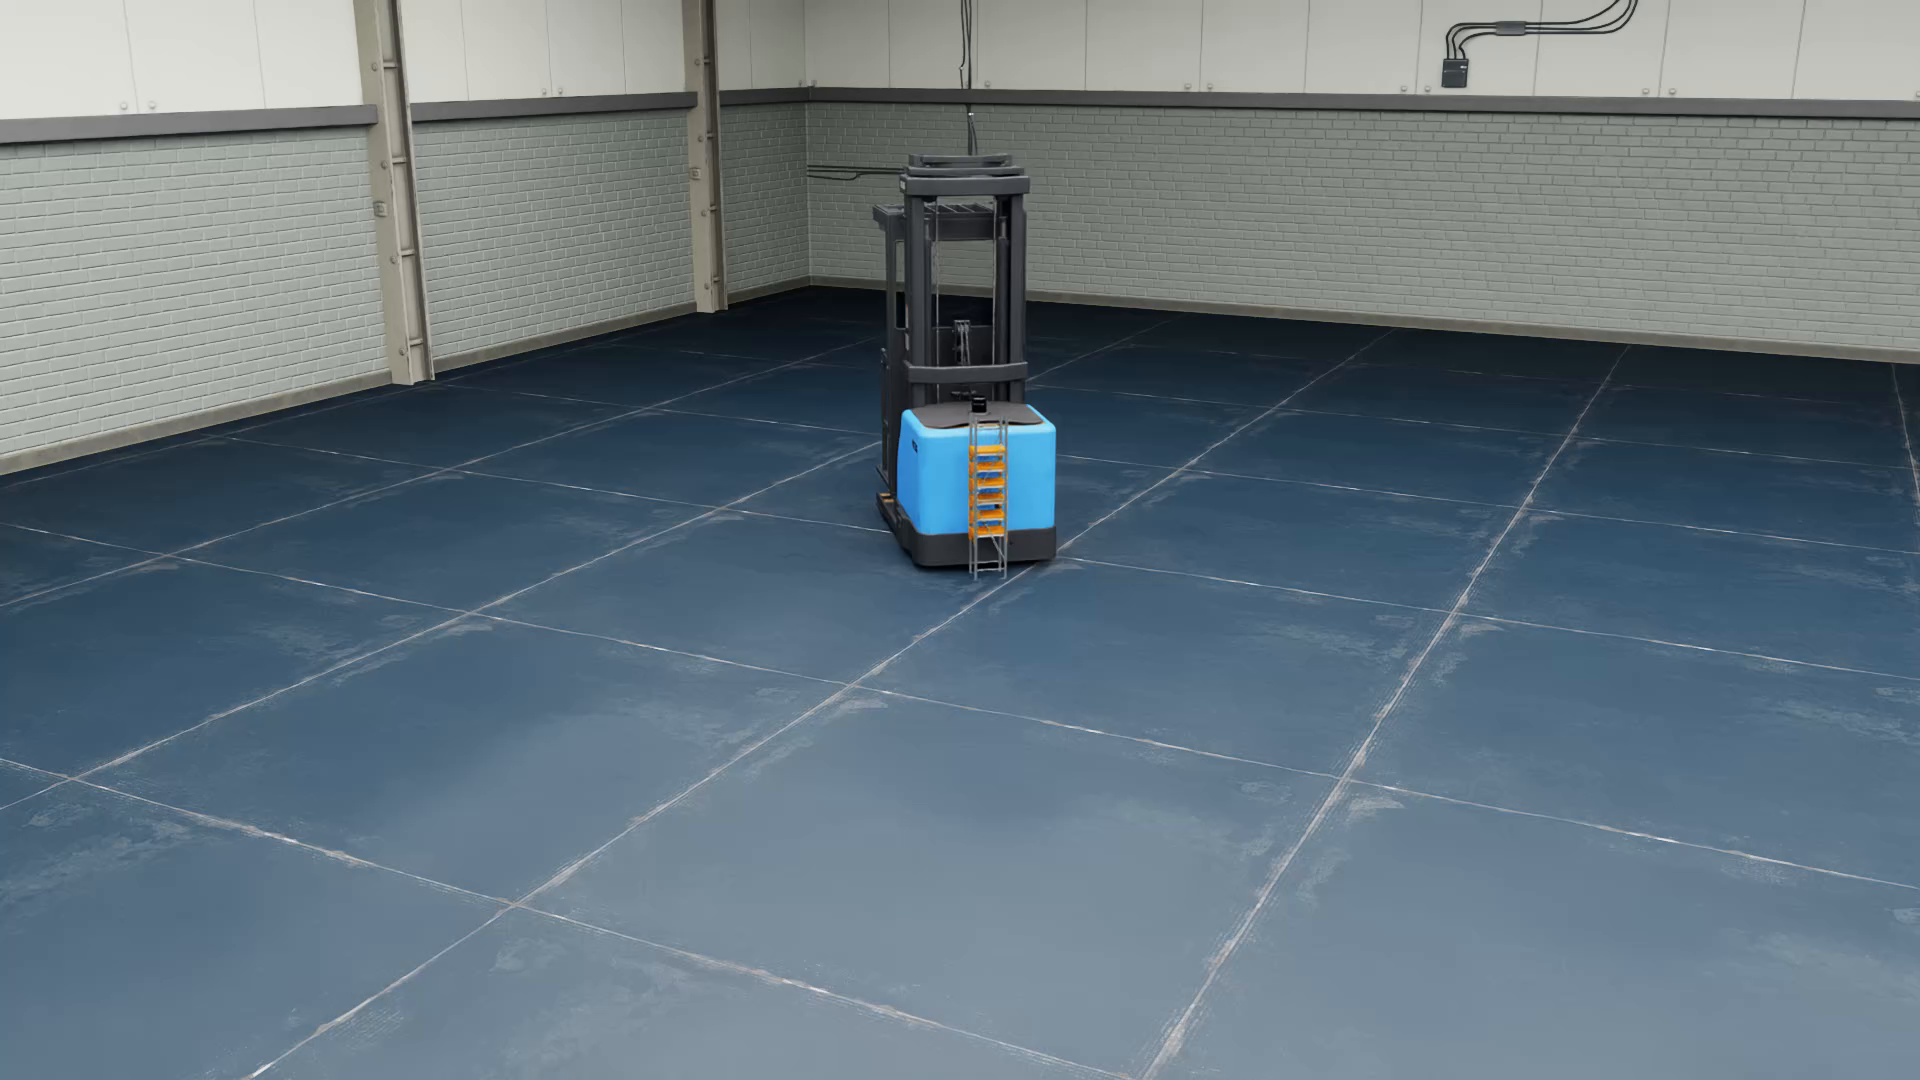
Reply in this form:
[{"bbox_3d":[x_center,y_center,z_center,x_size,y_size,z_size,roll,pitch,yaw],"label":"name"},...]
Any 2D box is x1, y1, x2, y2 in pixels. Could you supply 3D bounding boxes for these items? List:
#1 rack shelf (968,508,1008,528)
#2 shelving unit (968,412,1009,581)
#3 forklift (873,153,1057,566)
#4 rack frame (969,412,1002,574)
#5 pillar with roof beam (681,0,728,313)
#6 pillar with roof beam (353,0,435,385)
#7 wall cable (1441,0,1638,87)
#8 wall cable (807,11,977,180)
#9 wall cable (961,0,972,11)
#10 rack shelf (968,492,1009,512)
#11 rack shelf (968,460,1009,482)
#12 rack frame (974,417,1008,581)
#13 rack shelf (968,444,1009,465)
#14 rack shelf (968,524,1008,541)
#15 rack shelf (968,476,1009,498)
[{"bbox_3d":[0.203,-0.151,12.003,0.258,0.103,0.180,-3,17,-11],"label":"rack shelf"},{"bbox_3d":[0.203,-0.309,11.957,0.258,1.200,0.189,-3,17,-11],"label":"shelving unit"},{"bbox_3d":[-0.079,-1.591,13.232,1.130,2.935,3.031,-3,17,-11],"label":"forklift"},{"bbox_3d":[0.185,-0.334,12.043,0.240,1.200,0.006,-3,17,-11],"label":"rack frame"},{"bbox_3d":[0.215,-7.129,21.221,9.100,9.000,0.400,8,18,25],"label":"pillar with roof beam"},{"bbox_3d":[-2.466,-5.601,16.075,9.100,9.000,0.400,8,18,25],"label":"pillar with roof beam"},{"bbox_3d":[7.349,-8.677,20.461,2.305,6.003,0.169,8,18,25],"label":"wall cable"},{"bbox_3d":[-1.136,-6.770,25.467,3.097,2.526,0.112,8,18,25],"label":"wall cable"},{"bbox_3d":[1.284,-8.847,23.589,3.097,2.526,0.112,8,18,25],"label":"wall cable"},{"bbox_3d":[0.203,-0.266,11.969,0.258,0.103,0.180,-3,17,-11],"label":"rack shelf"},{"bbox_3d":[0.203,-0.496,11.901,0.258,0.103,0.180,-3,17,-11],"label":"rack shelf"},{"bbox_3d":[0.221,-0.283,11.871,0.240,1.200,0.006,-3,17,-11],"label":"rack frame"},{"bbox_3d":[0.203,-0.611,11.867,0.258,0.103,0.180,-3,17,-11],"label":"rack shelf"},{"bbox_3d":[0.203,-0.036,12.038,0.258,0.103,0.180,-3,17,-11],"label":"rack shelf"},{"bbox_3d":[0.203,-0.381,11.935,0.258,0.103,0.180,-3,17,-11],"label":"rack shelf"}]
